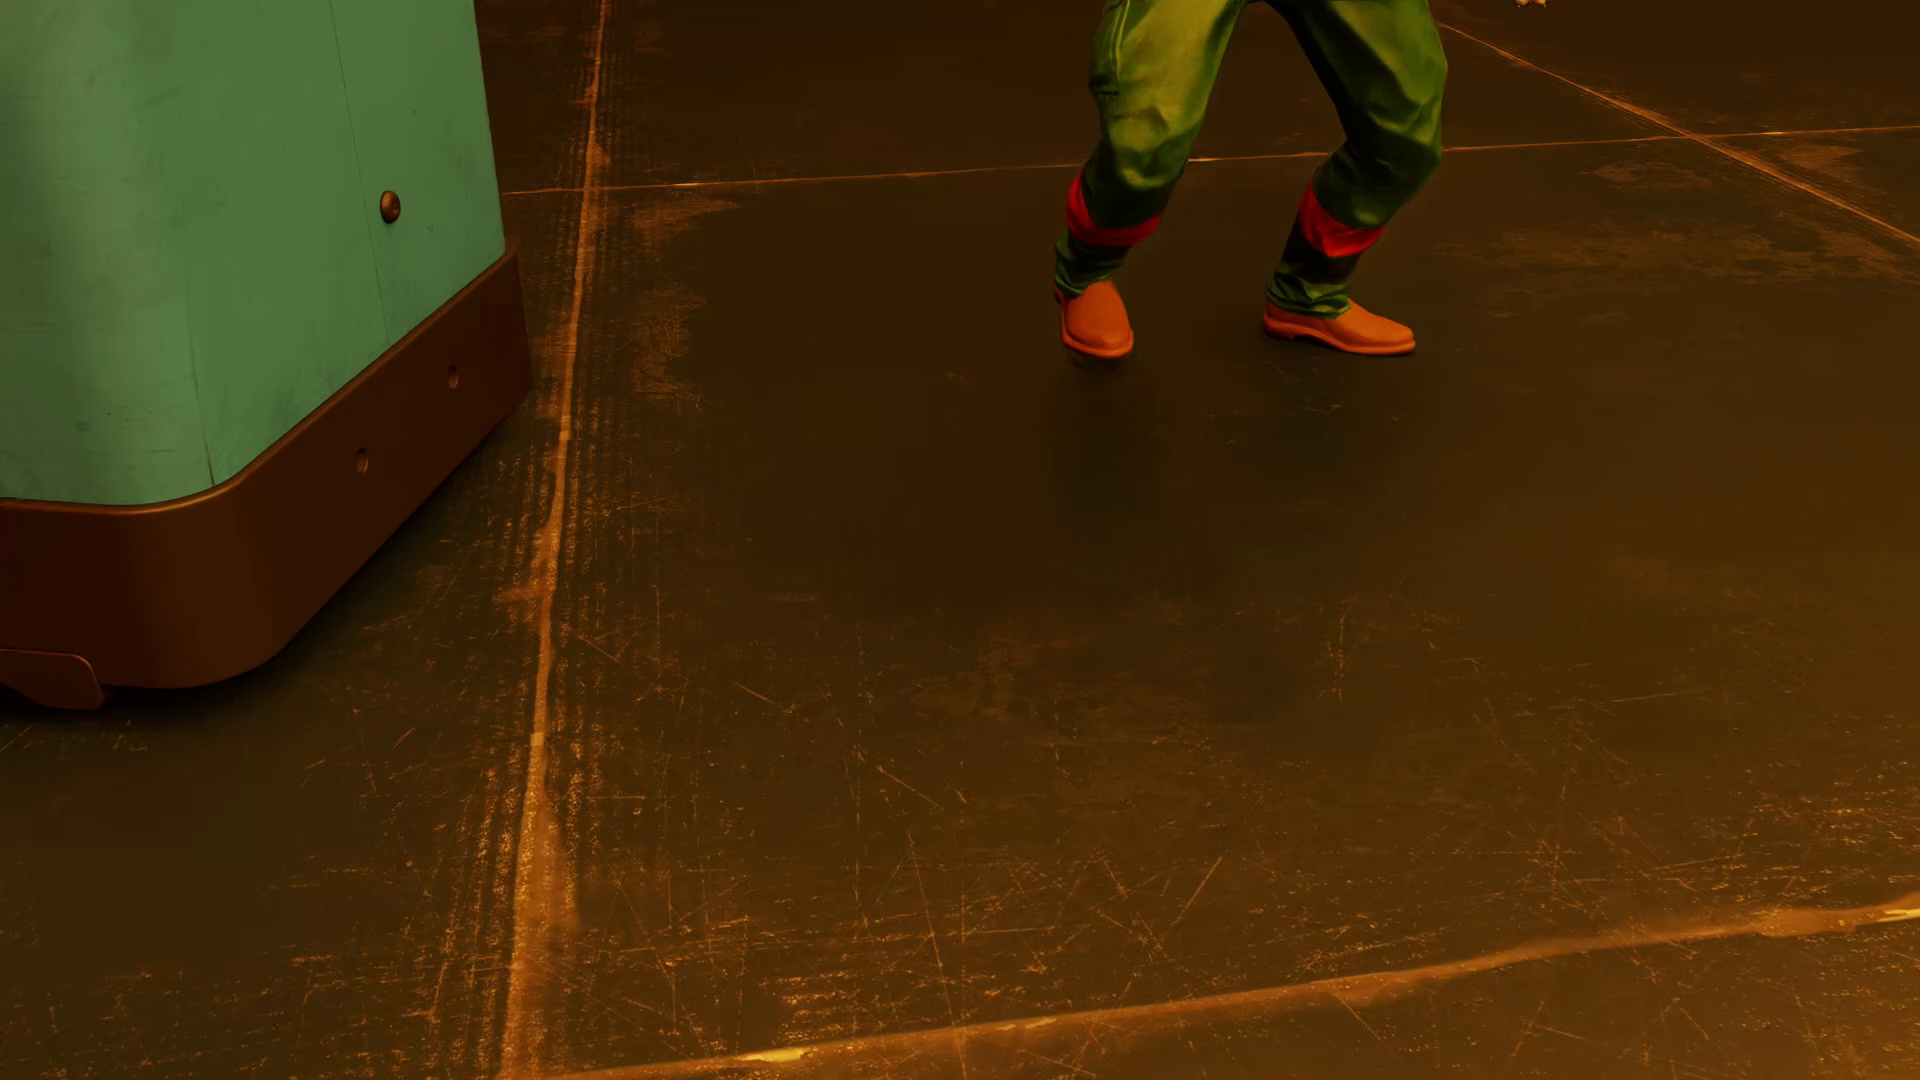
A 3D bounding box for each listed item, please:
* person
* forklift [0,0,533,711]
[{"bbox_3d":[0.485,-1.027,2.655,0.949,1.679,0.553,-5,28,-9],"label":"person"},{"bbox_3d":[-2.289,-1.389,1.990,3.031,2.935,1.130,4,28,7],"label":"forklift"}]
